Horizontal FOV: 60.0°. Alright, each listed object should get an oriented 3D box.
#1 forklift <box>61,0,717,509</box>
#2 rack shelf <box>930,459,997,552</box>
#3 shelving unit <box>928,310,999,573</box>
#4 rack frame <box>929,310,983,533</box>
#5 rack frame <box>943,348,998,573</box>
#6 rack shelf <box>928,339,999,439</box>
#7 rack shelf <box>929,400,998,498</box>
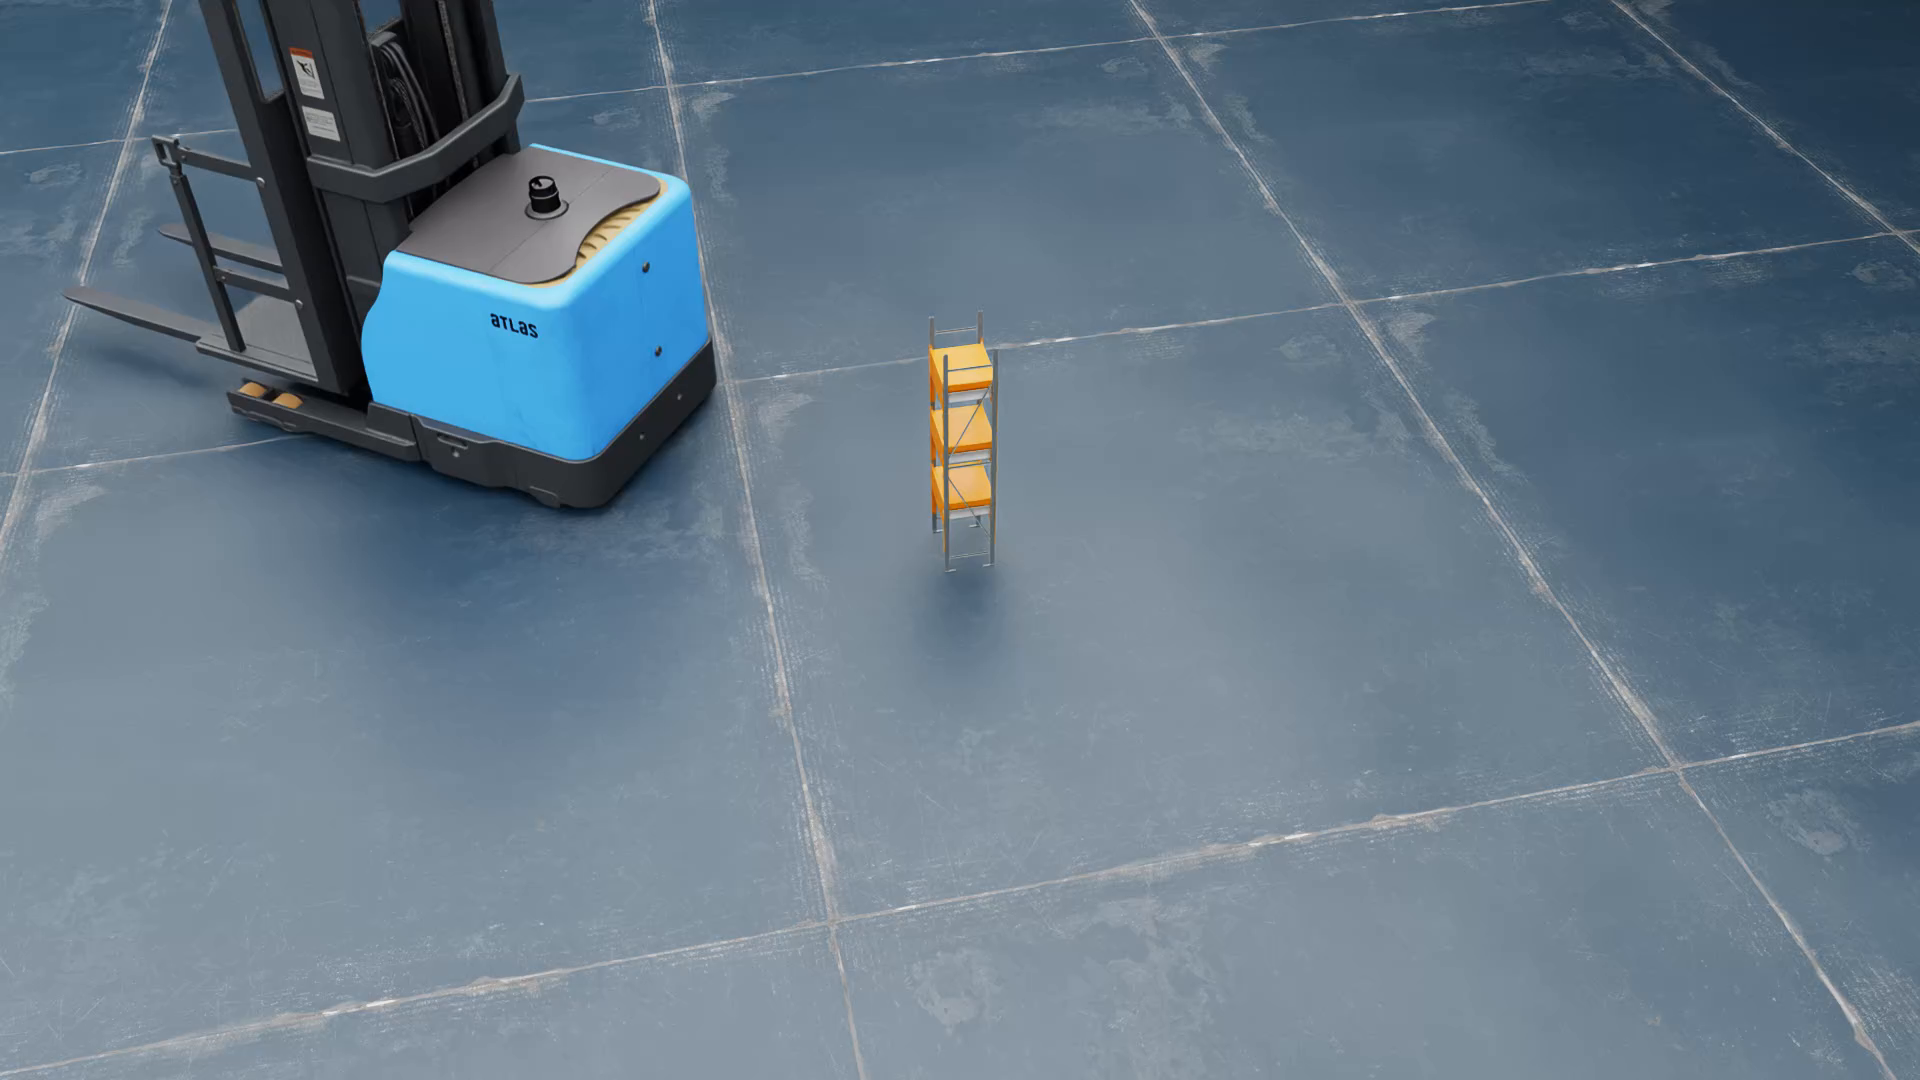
[{"bbox_3d":[-2.651,-1.873,6.652,3.031,2.935,1.130,16,44,18],"label":"forklift"},{"bbox_3d":[0.012,-0.142,6.554,0.215,0.259,0.240,-8,42,-9],"label":"rack shelf"},{"bbox_3d":[0.012,-0.358,6.362,0.215,1.050,0.252,-8,42,-9],"label":"shelving unit"},{"bbox_3d":[-0.015,-0.437,6.451,0.200,1.050,0.008,-8,42,-9],"label":"rack frame"},{"bbox_3d":[0.038,-0.279,6.273,0.200,1.050,0.008,-8,42,-9],"label":"rack frame"},{"bbox_3d":[0.012,-0.562,6.181,0.215,0.259,0.240,-8,42,-9],"label":"rack shelf"},{"bbox_3d":[0.012,-0.350,6.369,0.215,0.259,0.240,-8,42,-9],"label":"rack shelf"}]
